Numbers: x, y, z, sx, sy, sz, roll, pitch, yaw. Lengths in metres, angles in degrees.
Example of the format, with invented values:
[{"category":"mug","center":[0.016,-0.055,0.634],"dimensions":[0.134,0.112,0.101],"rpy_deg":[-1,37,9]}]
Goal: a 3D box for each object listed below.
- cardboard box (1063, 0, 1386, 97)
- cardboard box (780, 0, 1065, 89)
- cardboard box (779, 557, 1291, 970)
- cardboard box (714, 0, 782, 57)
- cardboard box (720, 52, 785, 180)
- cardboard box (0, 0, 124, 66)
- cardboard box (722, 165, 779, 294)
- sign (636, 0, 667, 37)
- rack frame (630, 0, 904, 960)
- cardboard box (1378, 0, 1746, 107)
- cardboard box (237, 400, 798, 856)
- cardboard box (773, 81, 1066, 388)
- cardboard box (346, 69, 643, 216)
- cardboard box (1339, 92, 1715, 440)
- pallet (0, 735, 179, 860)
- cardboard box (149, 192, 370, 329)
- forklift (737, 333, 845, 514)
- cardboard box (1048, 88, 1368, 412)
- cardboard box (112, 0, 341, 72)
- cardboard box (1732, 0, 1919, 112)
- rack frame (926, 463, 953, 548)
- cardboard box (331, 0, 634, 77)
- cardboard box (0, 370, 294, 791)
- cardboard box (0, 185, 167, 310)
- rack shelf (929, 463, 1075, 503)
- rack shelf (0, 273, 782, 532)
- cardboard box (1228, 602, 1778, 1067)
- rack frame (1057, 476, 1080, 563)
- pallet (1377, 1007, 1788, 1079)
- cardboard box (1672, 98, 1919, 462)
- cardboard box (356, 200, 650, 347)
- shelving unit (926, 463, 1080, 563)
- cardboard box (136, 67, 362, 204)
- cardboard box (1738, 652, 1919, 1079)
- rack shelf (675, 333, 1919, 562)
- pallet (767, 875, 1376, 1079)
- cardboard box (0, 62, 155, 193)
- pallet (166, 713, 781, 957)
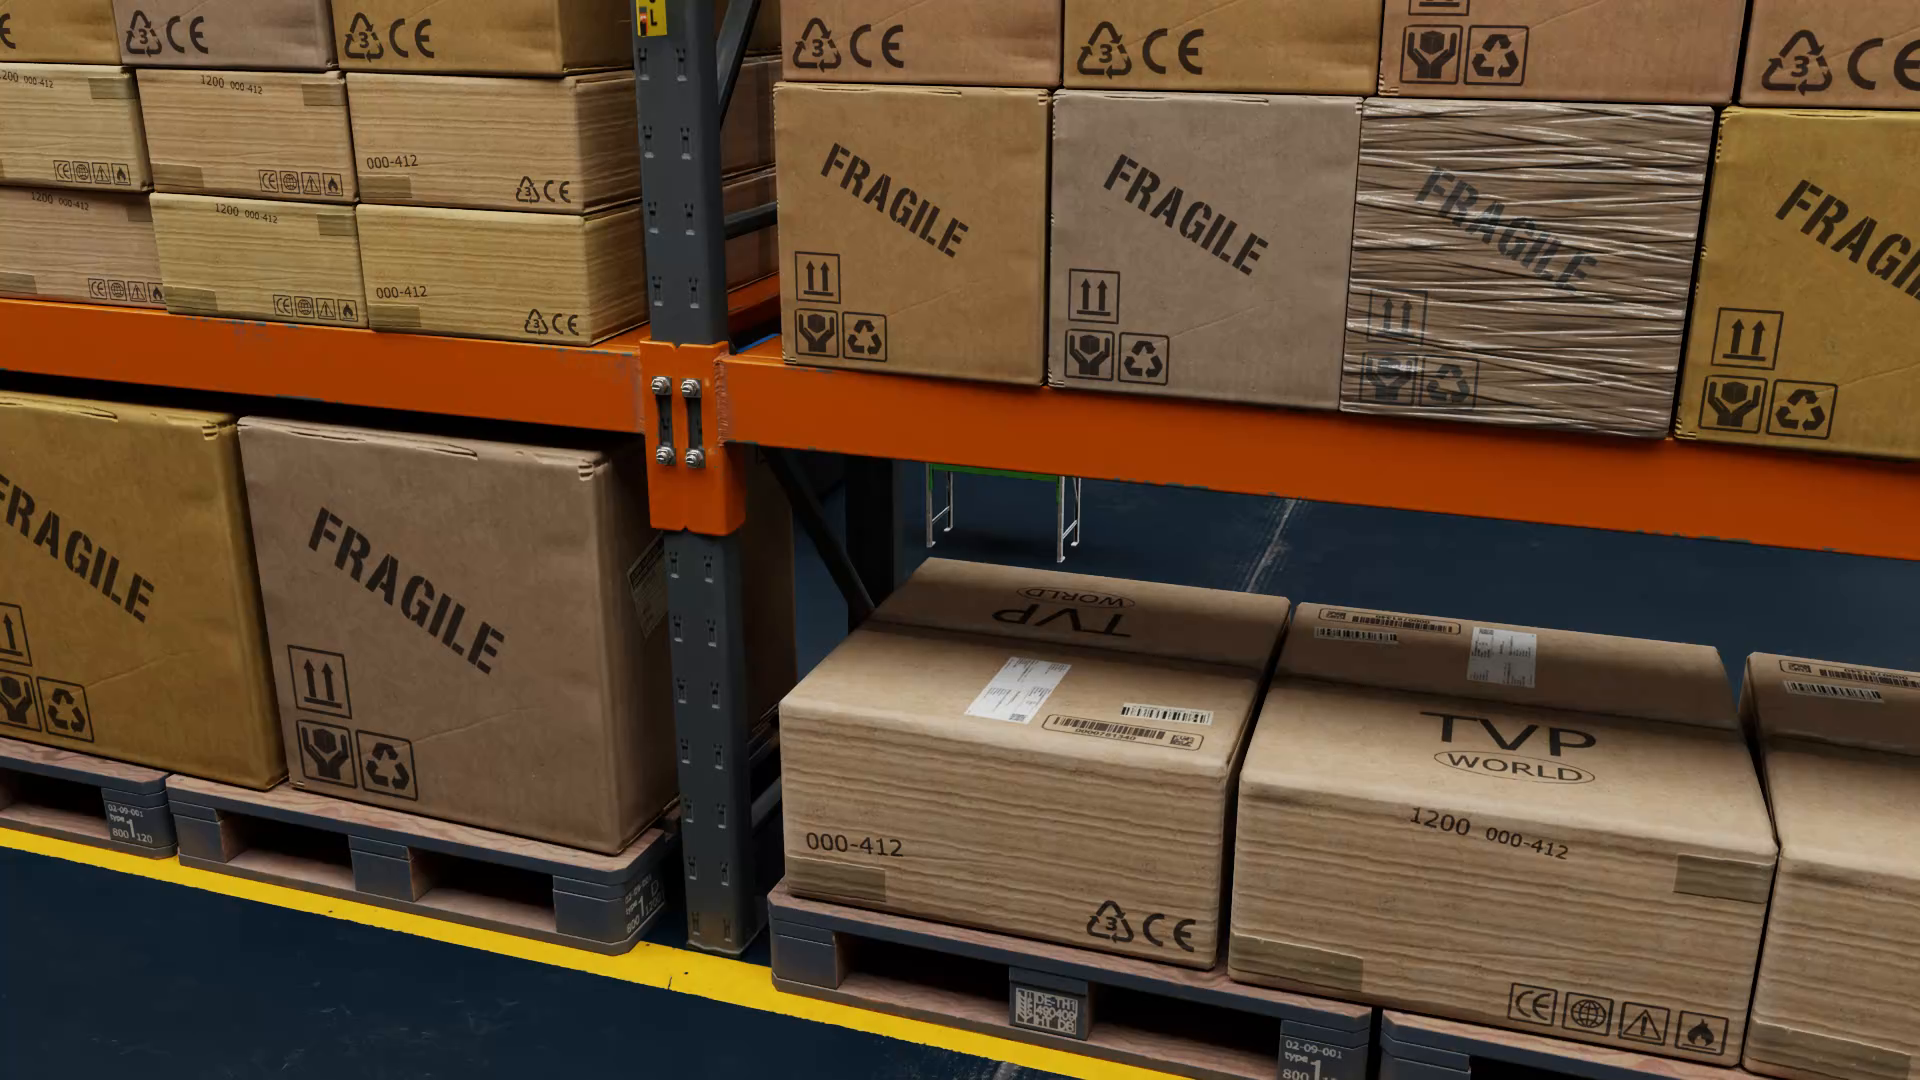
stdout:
[{"category":"cardboard box","center":[0.483,-1.025,2.787],"dimensions":[0.500,0.500,0.500],"rpy_deg":[6,20,17]},{"category":"cardboard box","center":[0.008,-1.081,2.950],"dimensions":[0.500,0.500,0.500],"rpy_deg":[7,20,18]},{"category":"cardboard box","center":[0.196,0.424,3.556],"dimensions":[0.875,0.438,0.875],"rpy_deg":[6,20,17]},{"category":"cardboard box","center":[-0.683,-1.345,3.706],"dimensions":[0.500,0.500,0.500],"rpy_deg":[7,20,19]},{"category":"cardboard box","center":[-0.685,-0.989,3.824],"dimensions":[0.500,0.250,0.500],"rpy_deg":[6,20,16]},{"category":"cardboard box","center":[-1.830,-1.292,3.556],"dimensions":[0.500,0.500,0.500],"rpy_deg":[7,20,20]},{"category":"cardboard box","center":[-0.691,-0.747,3.891],"dimensions":[0.500,0.250,0.500],"rpy_deg":[6,20,17]},{"category":"sign","center":[-0.531,-1.028,2.830],"dimensions":[0.005,0.325,0.100],"rpy_deg":[7,20,18]},{"category":"rack frame","center":[-0.362,-0.688,3.494],"dimensions":[0.127,3.000,1.000],"rpy_deg":[7,20,18]},{"category":"cardboard box","center":[0.964,-0.966,2.619],"dimensions":[0.500,0.500,0.500],"rpy_deg":[7,20,19]},{"category":"cardboard box","center":[-0.974,0.074,3.896],"dimensions":[0.875,0.875,0.875],"rpy_deg":[7,20,20]},{"category":"cardboard box","center":[-0.005,-0.604,3.099],"dimensions":[0.500,0.500,0.500],"rpy_deg":[7,20,20]},{"category":"cardboard box","center":[-0.858,-0.826,3.356],"dimensions":[0.500,0.250,0.500],"rpy_deg":[7,20,18]},{"category":"cardboard box","center":[0.937,-0.492,2.779],"dimensions":[0.500,0.500,0.500],"rpy_deg":[7,20,18]},{"category":"pallet","center":[-2.272,0.437,4.501],"dimensions":[1.213,0.211,1.003],"rpy_deg":[7,20,18]},{"category":"cardboard box","center":[-1.349,-0.643,3.592],"dimensions":[0.500,0.250,0.500],"rpy_deg":[6,20,17]},{"category":"forklift","center":[-1.972,-1.648,6.352],"dimensions":[3.031,2.935,1.130],"rpy_deg":[7,20,18]},{"category":"cardboard box","center":[0.469,-0.548,2.939],"dimensions":[0.500,0.500,0.500],"rpy_deg":[7,20,18]},{"category":"cardboard box","center":[-1.358,-1.232,3.381],"dimensions":[0.500,0.500,0.500],"rpy_deg":[7,20,19]},{"category":"cardboard box","center":[1.439,-0.910,2.460],"dimensions":[0.500,0.500,0.500],"rpy_deg":[6,20,18]},{"category":"rack frame","center":[-0.074,-0.575,5.903],"dimensions":[0.015,1.200,0.240],"rpy_deg":[7,20,18]},{"category":"cardboard box","center":[-0.866,-1.178,3.228],"dimensions":[0.500,0.500,0.500],"rpy_deg":[7,20,20]},{"category":"cardboard box","center":[-1.830,-0.021,4.169],"dimensions":[0.875,0.875,0.875],"rpy_deg":[7,20,20]},{"category":"cardboard box","center":[-1.820,-0.704,3.765],"dimensions":[0.500,0.250,0.500],"rpy_deg":[6,20,17]},{"category":"rack shelf","center":[0.156,-0.262,5.927],"dimensions":[0.480,0.148,0.258],"rpy_deg":[7,20,18]},{"category":"rack shelf","center":[-2.251,-0.565,4.232],"dimensions":[4.000,0.370,1.077],"rpy_deg":[7,20,18]},{"category":"cardboard box","center":[1.042,0.521,3.280],"dimensions":[0.875,0.438,0.875],"rpy_deg":[6,20,16]},{"category":"rack frame","center":[0.387,-0.522,5.752],"dimensions":[0.015,1.200,0.240],"rpy_deg":[7,20,18]},{"category":"pallet","center":[1.487,0.866,3.271],"dimensions":[1.213,0.211,1.003],"rpy_deg":[7,20,18]},{"category":"cardboard box","center":[1.424,-0.437,2.620],"dimensions":[0.500,0.500,0.500],"rpy_deg":[7,20,20]},{"category":"cardboard box","center":[-0.868,-0.588,3.433],"dimensions":[0.500,0.250,0.500],"rpy_deg":[6,20,17]},{"category":"shelving unit","center":[0.156,-0.549,5.827],"dimensions":[0.503,1.200,0.258],"rpy_deg":[7,20,18]},{"category":"cardboard box","center":[-1.333,-0.877,3.505],"dimensions":[0.500,0.250,0.500],"rpy_deg":[7,20,19]},{"category":"cardboard box","center":[1.893,0.619,2.999],"dimensions":[0.875,0.438,0.875],"rpy_deg":[7,20,20]},{"category":"rack shelf","center":[1.527,-0.133,2.993],"dimensions":[4.000,0.370,1.077],"rpy_deg":[7,20,18]},{"category":"pallet","center":[0.331,0.735,3.648],"dimensions":[1.213,0.211,1.003],"rpy_deg":[7,20,18]},{"category":"cardboard box","center":[-1.824,-0.932,3.660],"dimensions":[0.500,0.250,0.500],"rpy_deg":[7,20,19]},{"category":"pallet","center":[-1.116,0.568,4.125],"dimensions":[1.213,0.211,1.003],"rpy_deg":[7,20,18]}]
